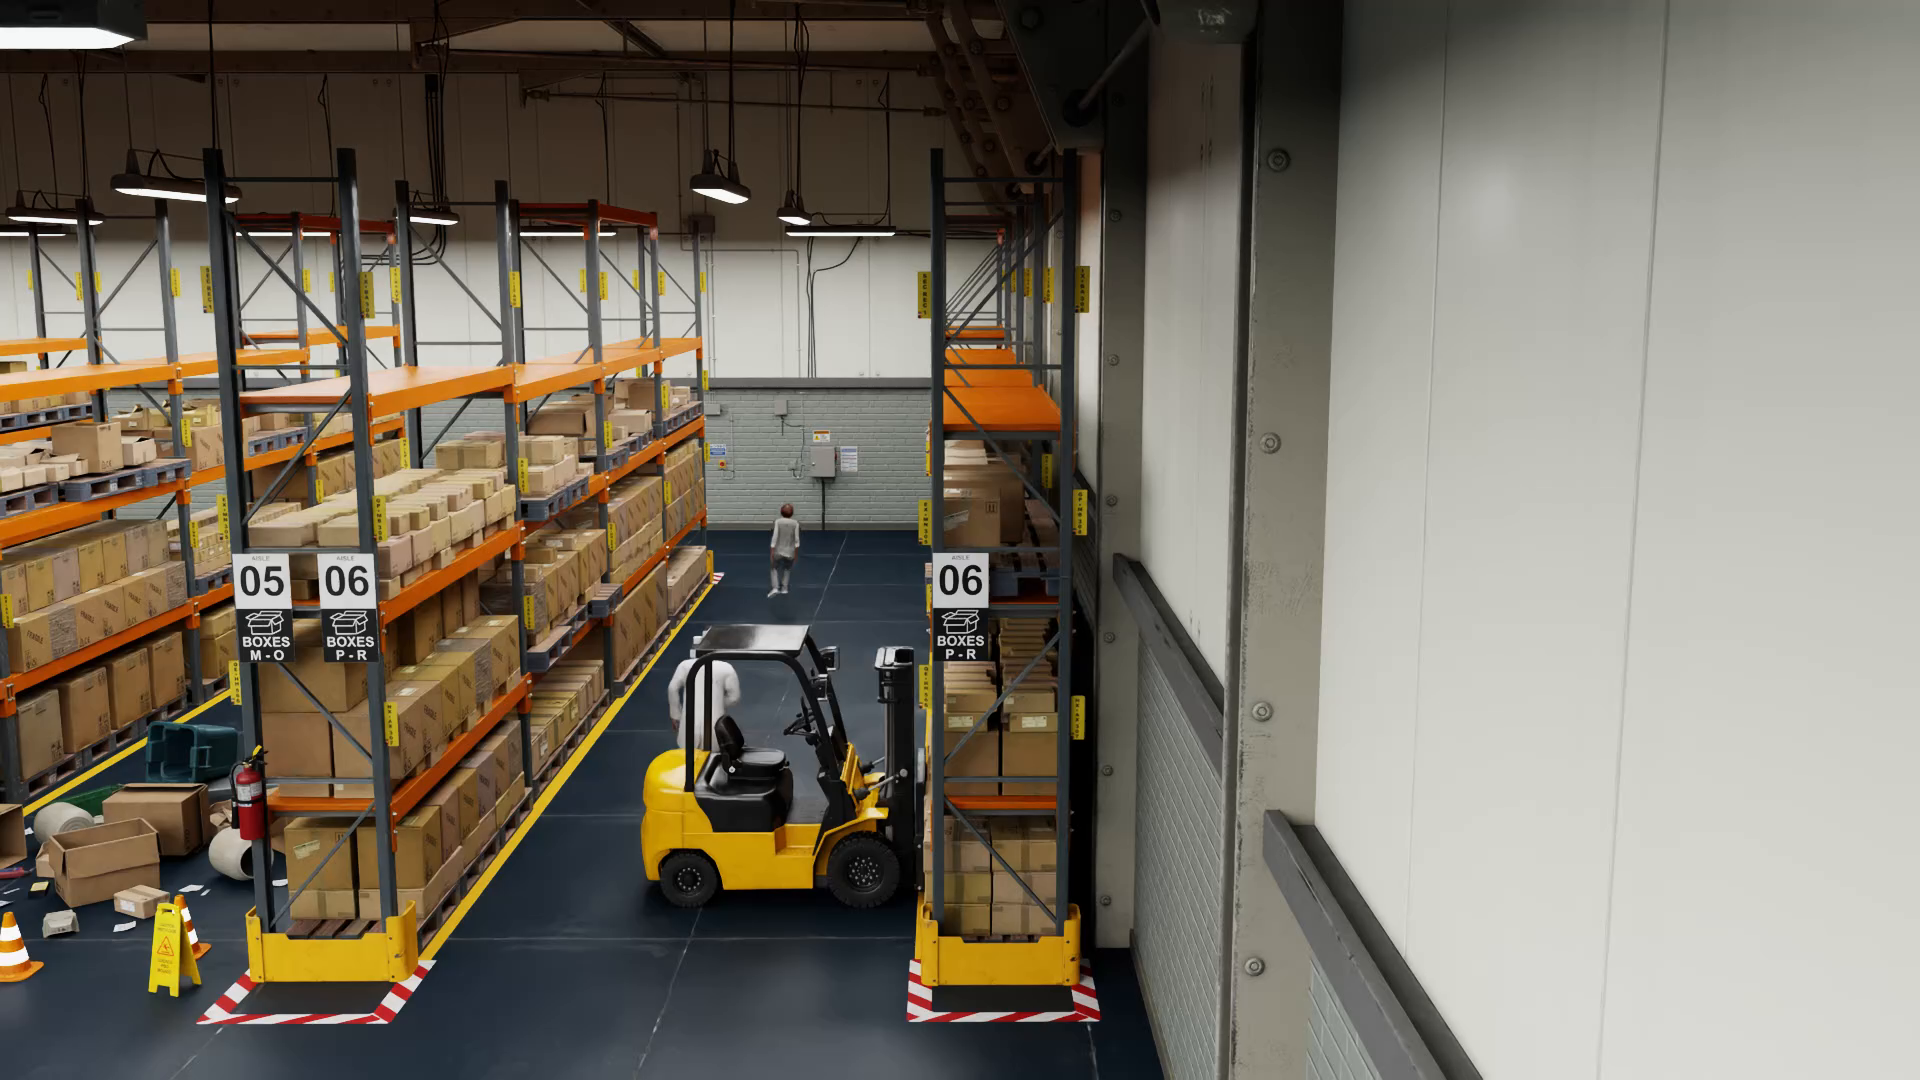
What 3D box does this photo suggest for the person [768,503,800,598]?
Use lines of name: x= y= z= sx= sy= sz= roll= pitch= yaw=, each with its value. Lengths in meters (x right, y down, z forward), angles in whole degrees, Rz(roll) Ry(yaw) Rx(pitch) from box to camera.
person: x=-2.707 y=0.163 z=25.496 sx=0.505 sy=1.469 sz=0.441 roll=-1 pitch=9 yaw=-4

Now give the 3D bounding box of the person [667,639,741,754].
person: x=-2.482 y=1.781 z=16.162 sx=0.699 sy=1.668 sz=0.809 roll=0 pitch=9 yaw=-1
